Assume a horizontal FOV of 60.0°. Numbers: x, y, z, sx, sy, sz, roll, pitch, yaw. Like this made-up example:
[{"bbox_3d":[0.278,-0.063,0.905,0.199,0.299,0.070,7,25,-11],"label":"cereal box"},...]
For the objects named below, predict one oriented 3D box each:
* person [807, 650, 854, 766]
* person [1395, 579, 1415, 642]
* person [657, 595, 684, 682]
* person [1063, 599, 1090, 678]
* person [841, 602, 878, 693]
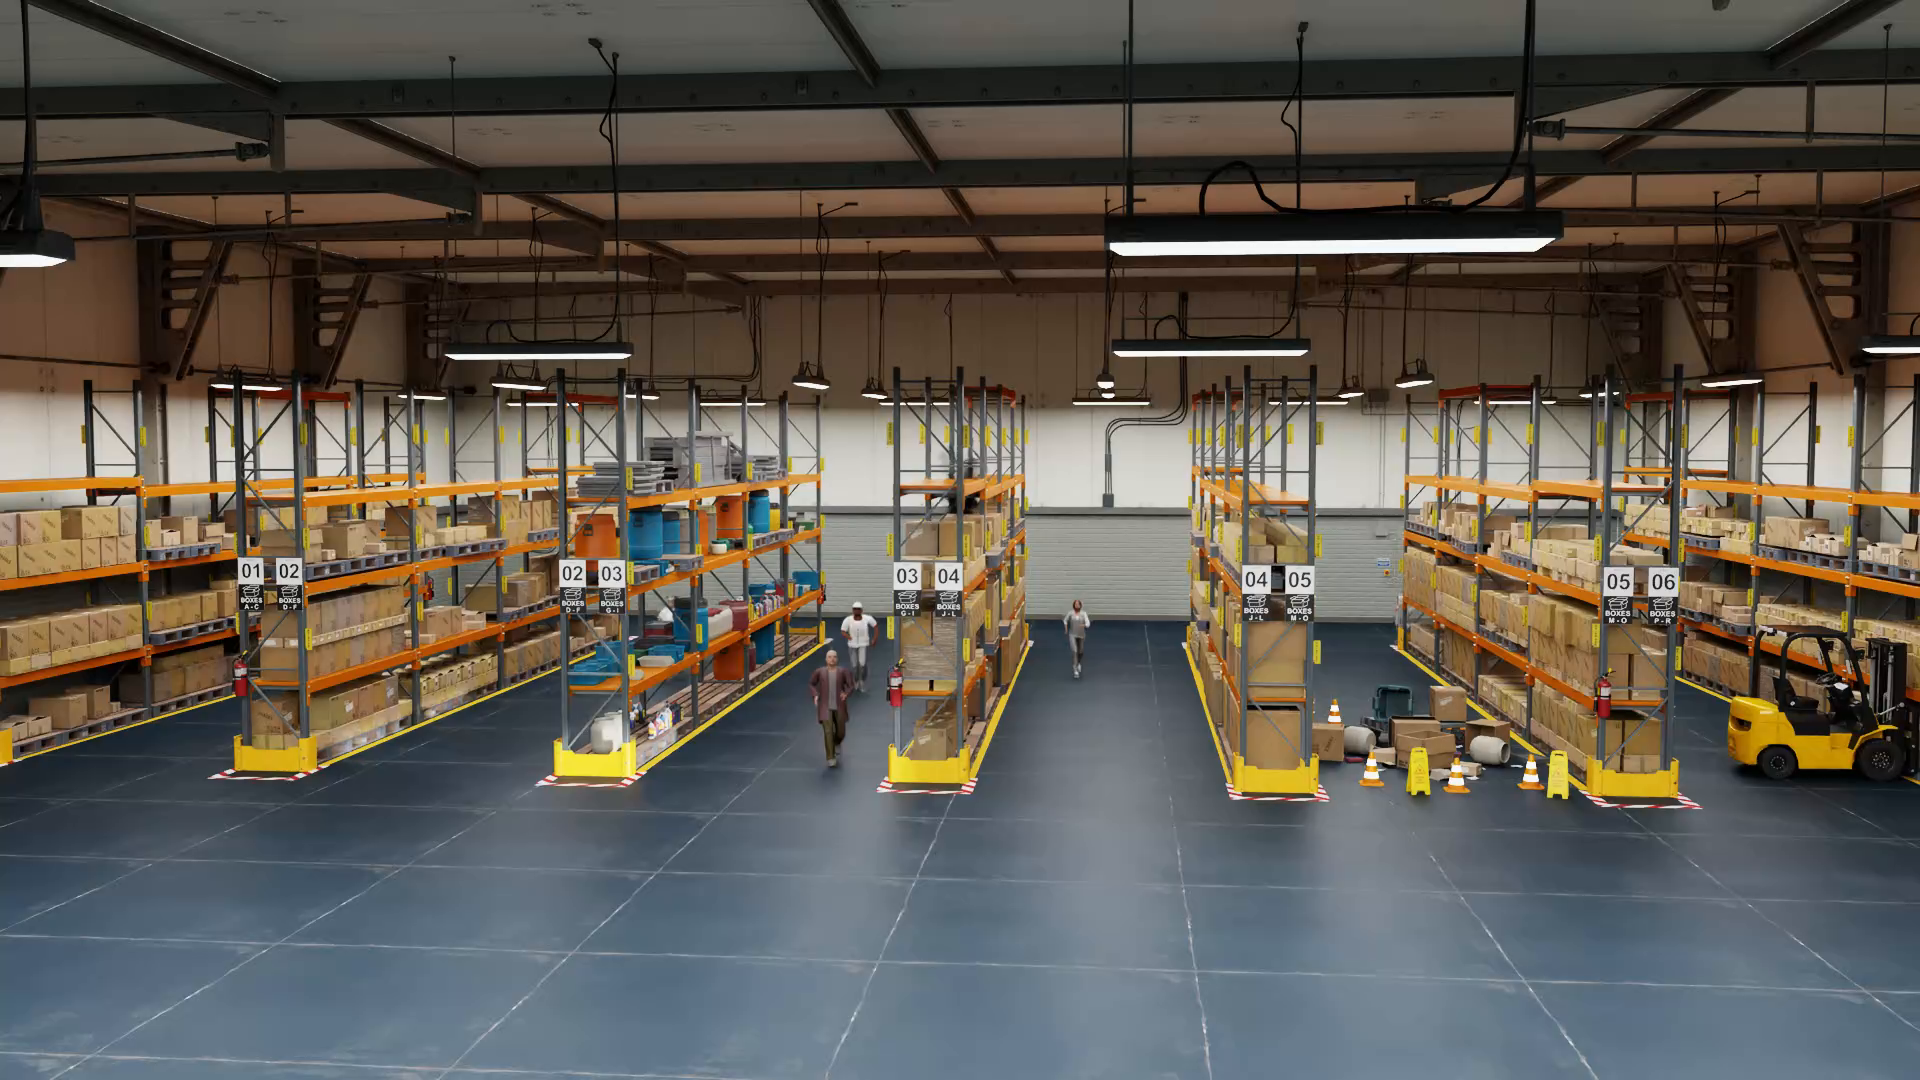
[{"bbox_3d":[-1.970,2.552,25.443,0.714,1.735,0.826,-1,4,-8],"label":"person"},{"bbox_3d":[10.825,1.701,40.410,0.540,1.625,0.660,2,4,30],"label":"person"},{"bbox_3d":[-5.935,2.001,34.220,0.671,1.775,0.774,0,4,5],"label":"person"},{"bbox_3d":[2.439,2.029,34.694,0.537,1.585,0.893,0,4,-3],"label":"person"},{"bbox_3d":[-1.979,2.118,32.573,0.721,1.821,0.729,0,4,2],"label":"person"}]
